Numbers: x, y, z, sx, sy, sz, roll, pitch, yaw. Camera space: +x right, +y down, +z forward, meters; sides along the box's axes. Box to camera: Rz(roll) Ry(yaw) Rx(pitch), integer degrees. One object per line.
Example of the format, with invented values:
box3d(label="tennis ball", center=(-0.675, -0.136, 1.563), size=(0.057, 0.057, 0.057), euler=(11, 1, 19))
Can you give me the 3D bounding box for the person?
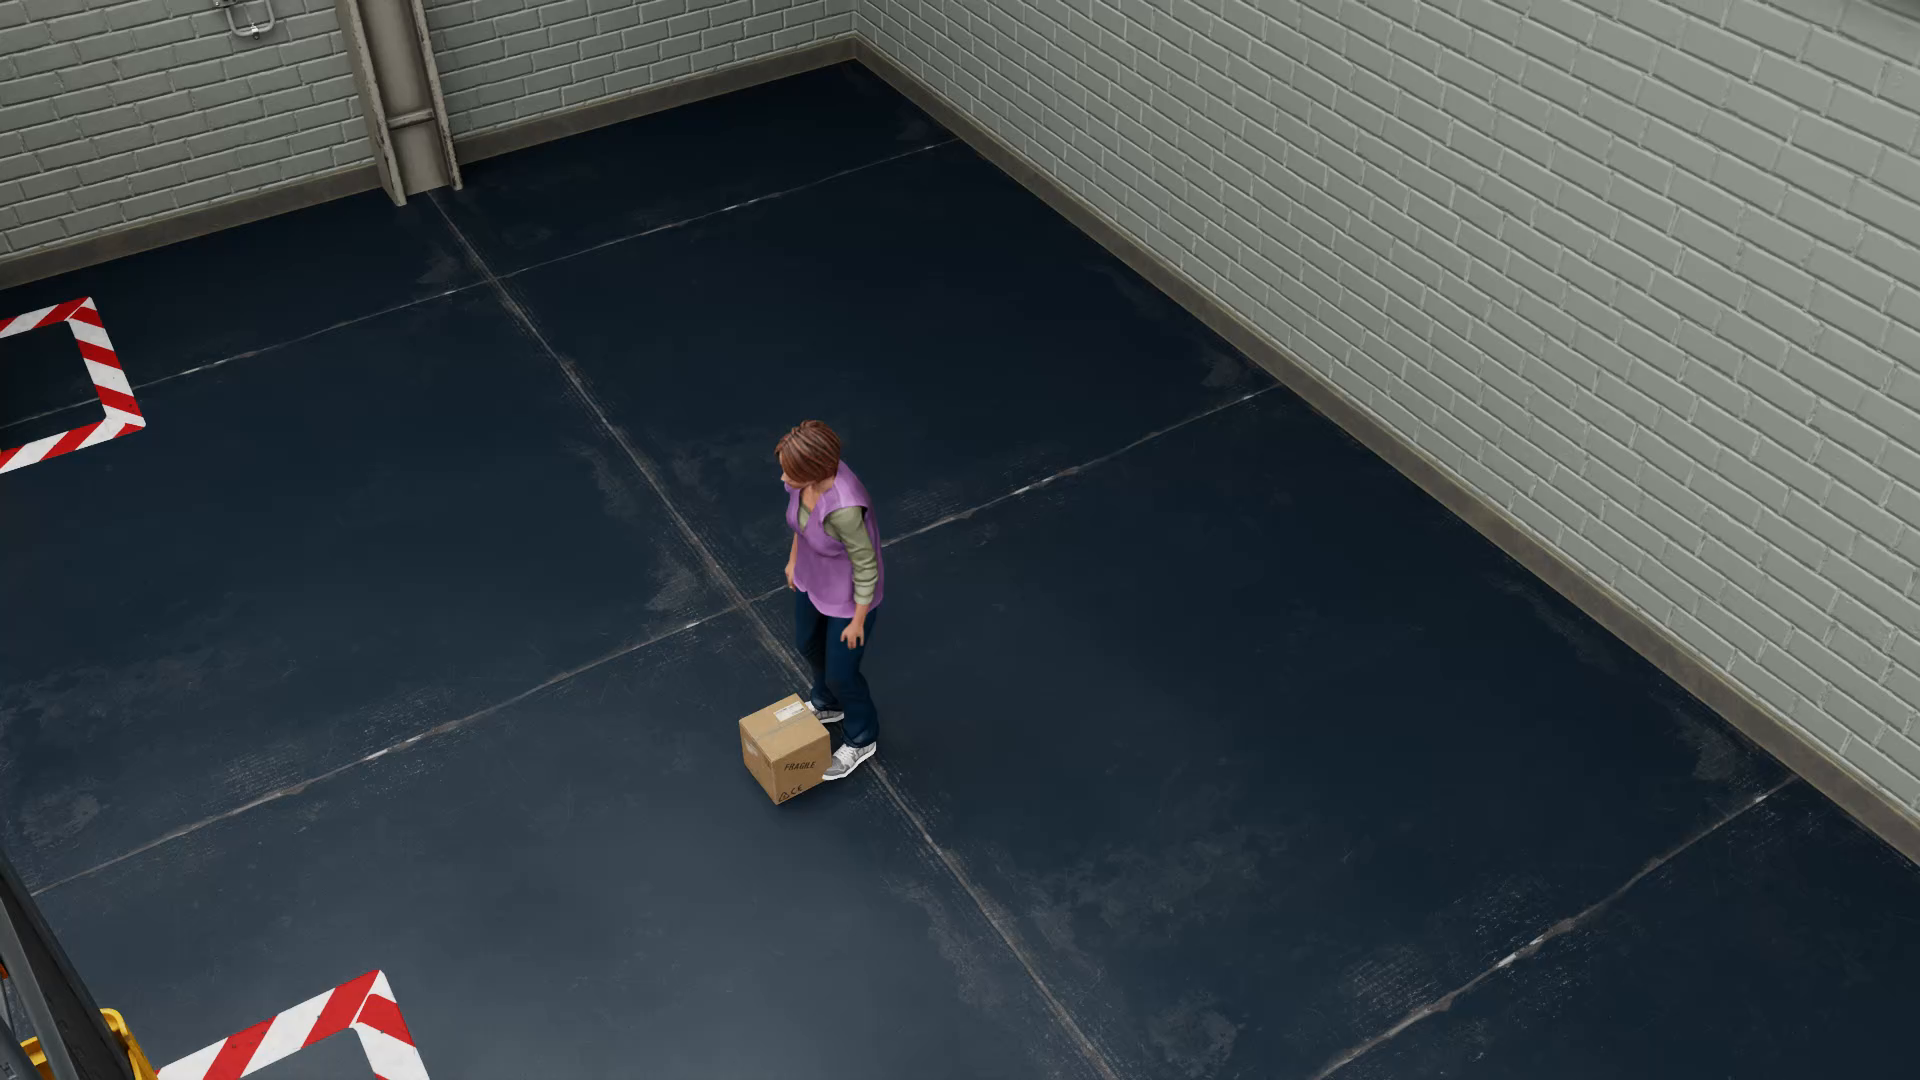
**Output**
box3d(label="person", center=(-0.461, 0.193, 5.947), size=(0.349, 1.593, 0.467), euler=(-25, 47, -26))
